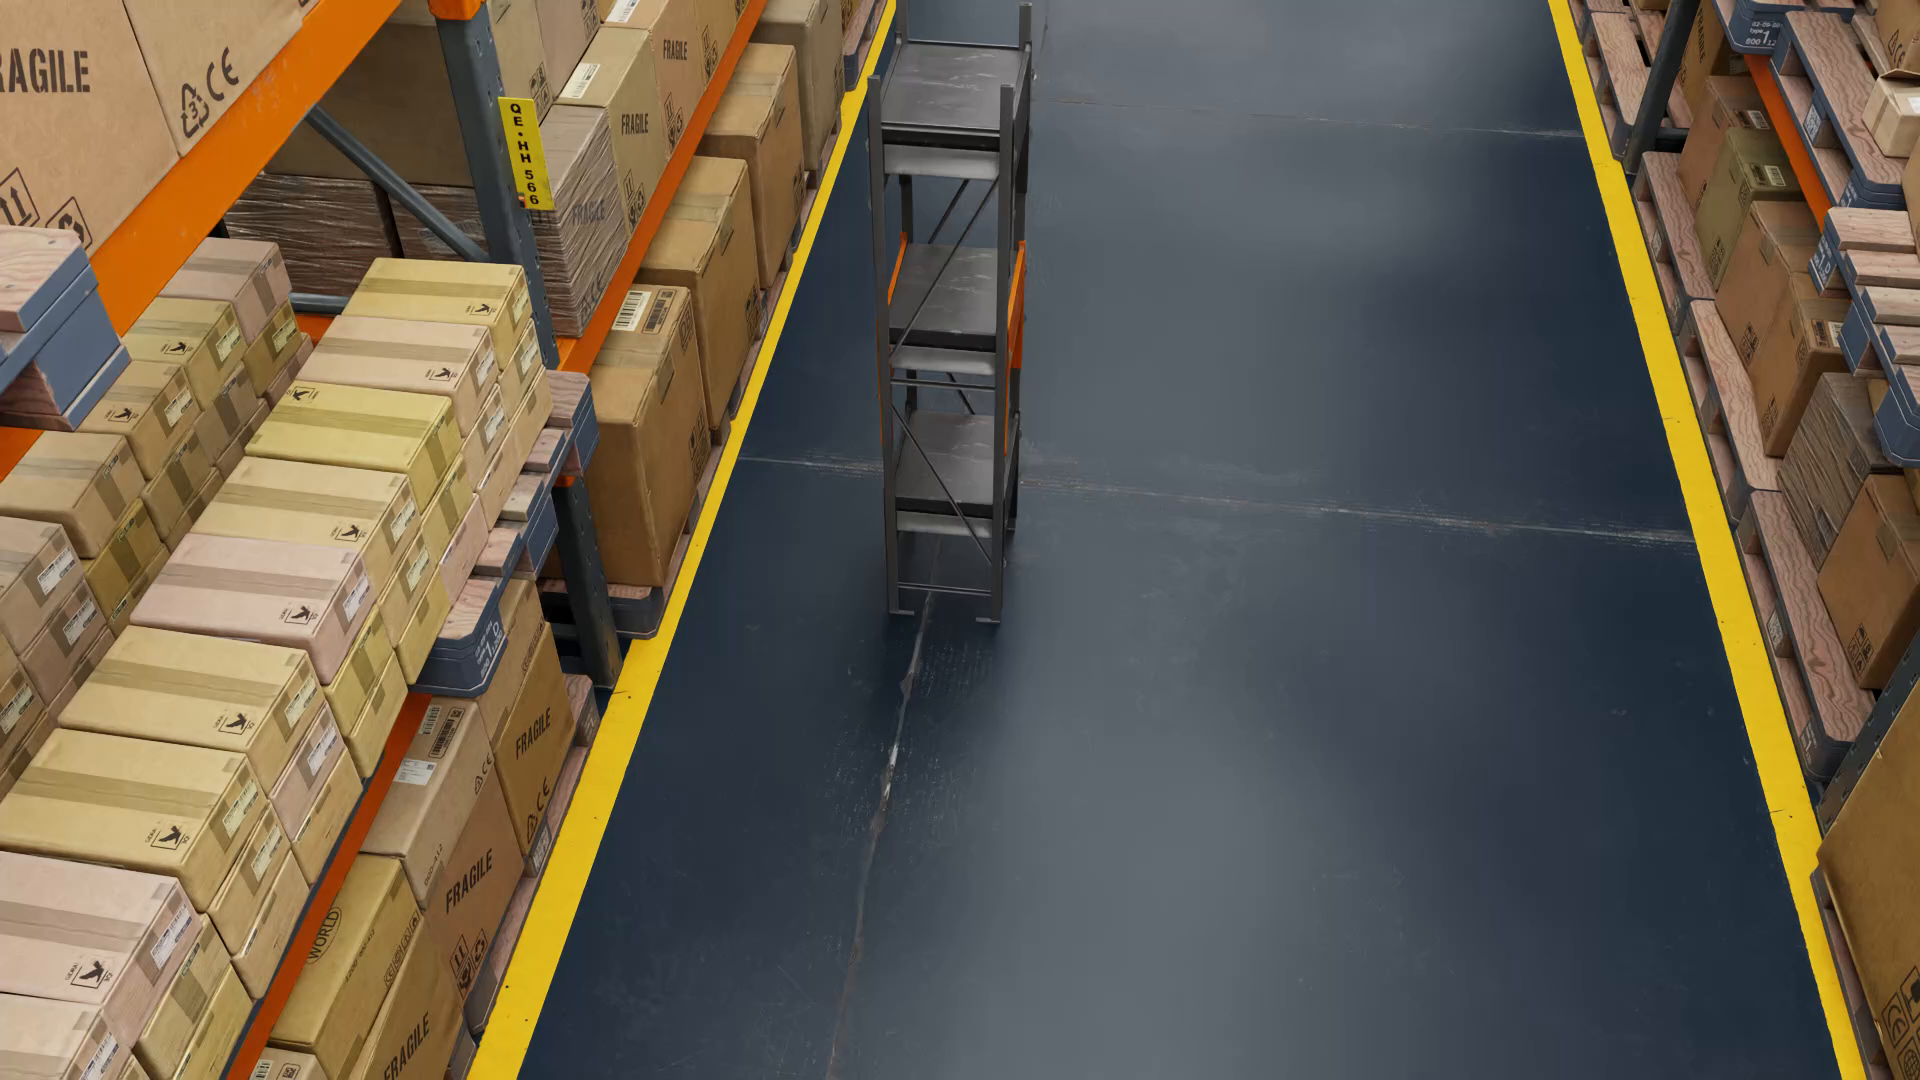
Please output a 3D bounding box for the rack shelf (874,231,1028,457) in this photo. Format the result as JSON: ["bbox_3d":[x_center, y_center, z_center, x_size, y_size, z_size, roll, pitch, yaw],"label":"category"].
[{"bbox_3d":[-0.022,-0.640,5.418,0.431,0.518,0.480,5,44,6],"label":"rack shelf"}]

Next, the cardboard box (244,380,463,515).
[{"bbox_3d":[-1.355,-0.209,3.734,0.380,0.149,0.250,6,44,7],"label":"cardboard box"}]

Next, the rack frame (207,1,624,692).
[{"bbox_3d":[-1.675,-0.657,4.763,1.000,3.000,0.127,5,44,6],"label":"rack frame"}]

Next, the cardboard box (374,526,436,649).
[{"bbox_3d":[-1.388,0.084,3.641,0.380,0.149,0.250,5,44,6],"label":"cardboard box"}]

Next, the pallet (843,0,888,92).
[{"bbox_3d":[-0.968,-2.882,9.140,1.003,0.211,1.213,5,44,6],"label":"pallet"}]

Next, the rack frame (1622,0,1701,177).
[{"bbox_3d":[3.757,-2.864,7.093,1.000,3.000,0.127,5,44,6],"label":"rack frame"}]

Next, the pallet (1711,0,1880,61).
[{"bbox_3d":[3.512,-2.286,6.622,1.003,0.211,1.213,5,44,6],"label":"pallet"}]

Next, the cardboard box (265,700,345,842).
[{"bbox_3d":[-1.457,0.431,3.274,0.380,0.149,0.250,6,44,7],"label":"cardboard box"}]

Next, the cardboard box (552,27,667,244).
[{"bbox_3d":[-1.283,-1.322,5.392,0.500,0.500,0.500,5,44,5],"label":"cardboard box"}]

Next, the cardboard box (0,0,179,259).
[{"bbox_3d":[-1.622,-0.688,2.541,0.500,0.500,0.500,5,44,6],"label":"cardboard box"}]

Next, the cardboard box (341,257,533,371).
[{"bbox_3d":[-1.285,-0.559,4.103,0.380,0.149,0.250,4,44,4],"label":"cardboard box"}]

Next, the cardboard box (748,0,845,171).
[{"bbox_3d":[-1.139,-2.288,7.815,1.050,0.750,0.750,5,44,5],"label":"cardboard box"}]

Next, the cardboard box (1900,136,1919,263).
[{"bbox_3d":[3.235,-1.088,4.839,0.700,0.500,0.500,11,45,12],"label":"cardboard box"}]

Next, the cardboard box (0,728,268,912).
[{"bbox_3d":[-1.493,0.499,2.985,0.380,0.149,0.250,6,44,7],"label":"cardboard box"}]

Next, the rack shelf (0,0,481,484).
[{"bbox_3d":[-1.939,-0.122,2.539,1.077,0.370,4.000,5,44,6],"label":"rack shelf"}]

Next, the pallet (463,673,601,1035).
[{"bbox_3d":[-1.779,0.888,5.159,1.003,0.211,1.213,5,44,6],"label":"pallet"}]

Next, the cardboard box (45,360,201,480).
[{"bbox_3d":[-1.997,-0.287,3.816,0.380,0.149,0.250,5,44,5],"label":"cardboard box"}]

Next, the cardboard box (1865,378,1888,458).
[{"bbox_3d":[3.347,-0.484,5.532,0.500,0.250,0.500,10,44,10],"label":"cardboard box"}]

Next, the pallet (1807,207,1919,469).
[{"bbox_3d":[3.217,-0.563,4.803,1.213,0.211,1.003,5,44,6],"label":"pallet"}]

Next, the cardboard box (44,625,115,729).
[{"bbox_3d":[-2.072,0.301,3.628,0.380,0.149,0.250,7,44,7],"label":"cardboard box"}]

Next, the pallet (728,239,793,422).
[{"bbox_3d":[-1.332,-1.004,7.157,1.003,0.211,1.213,5,44,6],"label":"pallet"}]

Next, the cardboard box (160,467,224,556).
[{"bbox_3d":[-2.005,-0.065,4.014,0.380,0.149,0.250,7,44,8],"label":"cardboard box"}]

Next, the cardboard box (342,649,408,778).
[{"bbox_3d":[-1.423,0.357,3.569,0.380,0.149,0.250,3,44,4],"label":"cardboard box"}]

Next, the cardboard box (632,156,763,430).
[{"bbox_3d":[-1.393,-0.996,6.451,1.050,0.750,0.750,6,44,6],"label":"cardboard box"}]

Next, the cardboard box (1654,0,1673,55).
[{"bbox_3d":[3.918,-2.768,8.505,0.500,0.500,0.500,19,46,19],"label":"cardboard box"}]

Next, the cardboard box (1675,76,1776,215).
[{"bbox_3d":[3.655,-1.699,7.361,0.700,0.500,0.500,2,43,2],"label":"cardboard box"}]

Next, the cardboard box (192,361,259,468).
[{"bbox_3d":[-1.971,-0.330,4.078,0.380,0.149,0.250,7,44,8],"label":"cardboard box"}]

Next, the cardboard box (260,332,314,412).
[{"bbox_3d":[-1.934,-0.432,4.402,0.380,0.149,0.250,5,44,5],"label":"cardboard box"}]

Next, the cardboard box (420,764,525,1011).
[{"bbox_3d":[-1.575,0.924,4.605,0.500,0.500,0.500,7,44,7],"label":"cardboard box"}]

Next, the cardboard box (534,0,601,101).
[{"bbox_3d":[-1.540,-1.707,5.071,0.700,0.500,0.500,5,44,5],"label":"cardboard box"}]

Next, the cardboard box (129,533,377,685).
[{"bbox_3d":[-1.424,0.137,3.369,0.380,0.149,0.250,5,44,6],"label":"cardboard box"}]

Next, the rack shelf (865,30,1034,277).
[{"bbox_3d":[-0.022,-1.148,4.937,0.431,0.518,0.480,5,44,6],"label":"rack shelf"}]

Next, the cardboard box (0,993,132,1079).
[{"bbox_3d":[-1.559,0.855,2.610,0.380,0.149,0.250,5,44,5],"label":"cardboard box"}]

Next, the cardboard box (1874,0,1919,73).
[{"bbox_3d":[3.620,-1.864,5.656,0.797,0.503,0.637,9,44,10],"label":"cardboard box"}]

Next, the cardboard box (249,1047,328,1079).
[{"bbox_3d":[-1.704,1.362,3.597,0.500,0.250,0.500,7,44,7],"label":"cardboard box"}]

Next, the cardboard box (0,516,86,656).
[{"bbox_3d":[-2.067,0.078,3.431,0.380,0.149,0.250,7,44,7],"label":"cardboard box"}]

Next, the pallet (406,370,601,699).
[{"bbox_3d":[-1.663,-0.092,4.305,1.213,0.211,1.003,5,44,6],"label":"pallet"}]

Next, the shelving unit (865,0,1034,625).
[{"bbox_3d":[-0.022,-0.650,5.409,0.431,2.100,0.503,5,44,6],"label":"shelving unit"}]

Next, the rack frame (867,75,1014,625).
[{"bbox_3d":[-0.054,-0.483,5.233,0.400,2.100,0.015,5,44,6],"label":"rack frame"}]

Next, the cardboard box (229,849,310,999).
[{"bbox_3d":[-1.492,0.719,3.186,0.380,0.149,0.250,3,44,4],"label":"cardboard box"}]

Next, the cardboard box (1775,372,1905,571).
[{"bbox_3d":[3.358,-0.227,5.806,0.700,0.500,0.500,2,43,2],"label":"cardboard box"}]

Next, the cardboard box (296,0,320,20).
[{"bbox_3d":[-1.498,-1.371,3.261,0.500,0.500,0.500,5,44,6],"label":"cardboard box"}]

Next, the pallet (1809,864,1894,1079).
[{"bbox_3d":[3.050,1.405,4.612,1.003,0.211,1.213,5,44,6],"label":"pallet"}]

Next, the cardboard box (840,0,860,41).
[{"bbox_3d":[-0.993,-3.187,8.674,0.875,0.875,0.875,6,44,6],"label":"cardboard box"}]

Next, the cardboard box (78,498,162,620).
[{"bbox_3d":[-2.036,0.024,3.704,0.380,0.149,0.250,5,44,6],"label":"cardboard box"}]

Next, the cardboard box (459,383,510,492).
[{"bbox_3d":[-1.322,-0.266,4.011,0.380,0.149,0.250,7,44,7],"label":"cardboard box"}]

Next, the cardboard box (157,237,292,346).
[{"bbox_3d":[-1.928,-0.634,4.183,0.380,0.149,0.250,5,44,6],"label":"cardboard box"}]

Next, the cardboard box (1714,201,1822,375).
[{"bbox_3d":[3.500,-0.995,6.617,0.700,0.500,0.500,2,43,2],"label":"cardboard box"}]

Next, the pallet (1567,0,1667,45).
[{"bbox_3d":[3.970,-3.146,9.419,1.003,0.211,1.213,5,44,6],"label":"pallet"}]

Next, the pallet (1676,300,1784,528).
[{"bbox_3d":[3.497,-0.487,6.610,1.003,0.211,1.213,5,44,6],"label":"pallet"}]

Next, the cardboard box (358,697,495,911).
[{"bbox_3d":[-1.561,0.661,4.338,0.500,0.250,0.500,6,44,6],"label":"cardboard box"}]

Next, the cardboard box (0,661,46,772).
[{"bbox_3d":[-2.106,0.362,3.347,0.380,0.149,0.250,5,44,5],"label":"cardboard box"}]

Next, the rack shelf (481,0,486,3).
[{"bbox_3d":[-1.410,-2.848,5.418,1.077,0.370,4.000,5,44,6],"label":"rack shelf"}]

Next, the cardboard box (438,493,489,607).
[{"bbox_3d":[-1.352,0.004,3.942,0.380,0.149,0.250,6,44,6],"label":"cardboard box"}]

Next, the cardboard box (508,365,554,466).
[{"bbox_3d":[-1.284,-0.341,4.305,0.380,0.149,0.250,6,44,6],"label":"cardboard box"}]

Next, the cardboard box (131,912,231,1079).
[{"bbox_3d":[-1.527,0.778,2.907,0.380,0.149,0.250,5,44,5],"label":"cardboard box"}]

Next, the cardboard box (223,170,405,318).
[{"bbox_3d":[-1.881,-1.025,5.078,0.500,0.500,0.500,5,44,6],"label":"cardboard box"}]

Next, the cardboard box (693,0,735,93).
[{"bbox_3d":[-1.148,-2.005,6.113,0.500,0.500,0.500,5,44,5],"label":"cardboard box"}]
